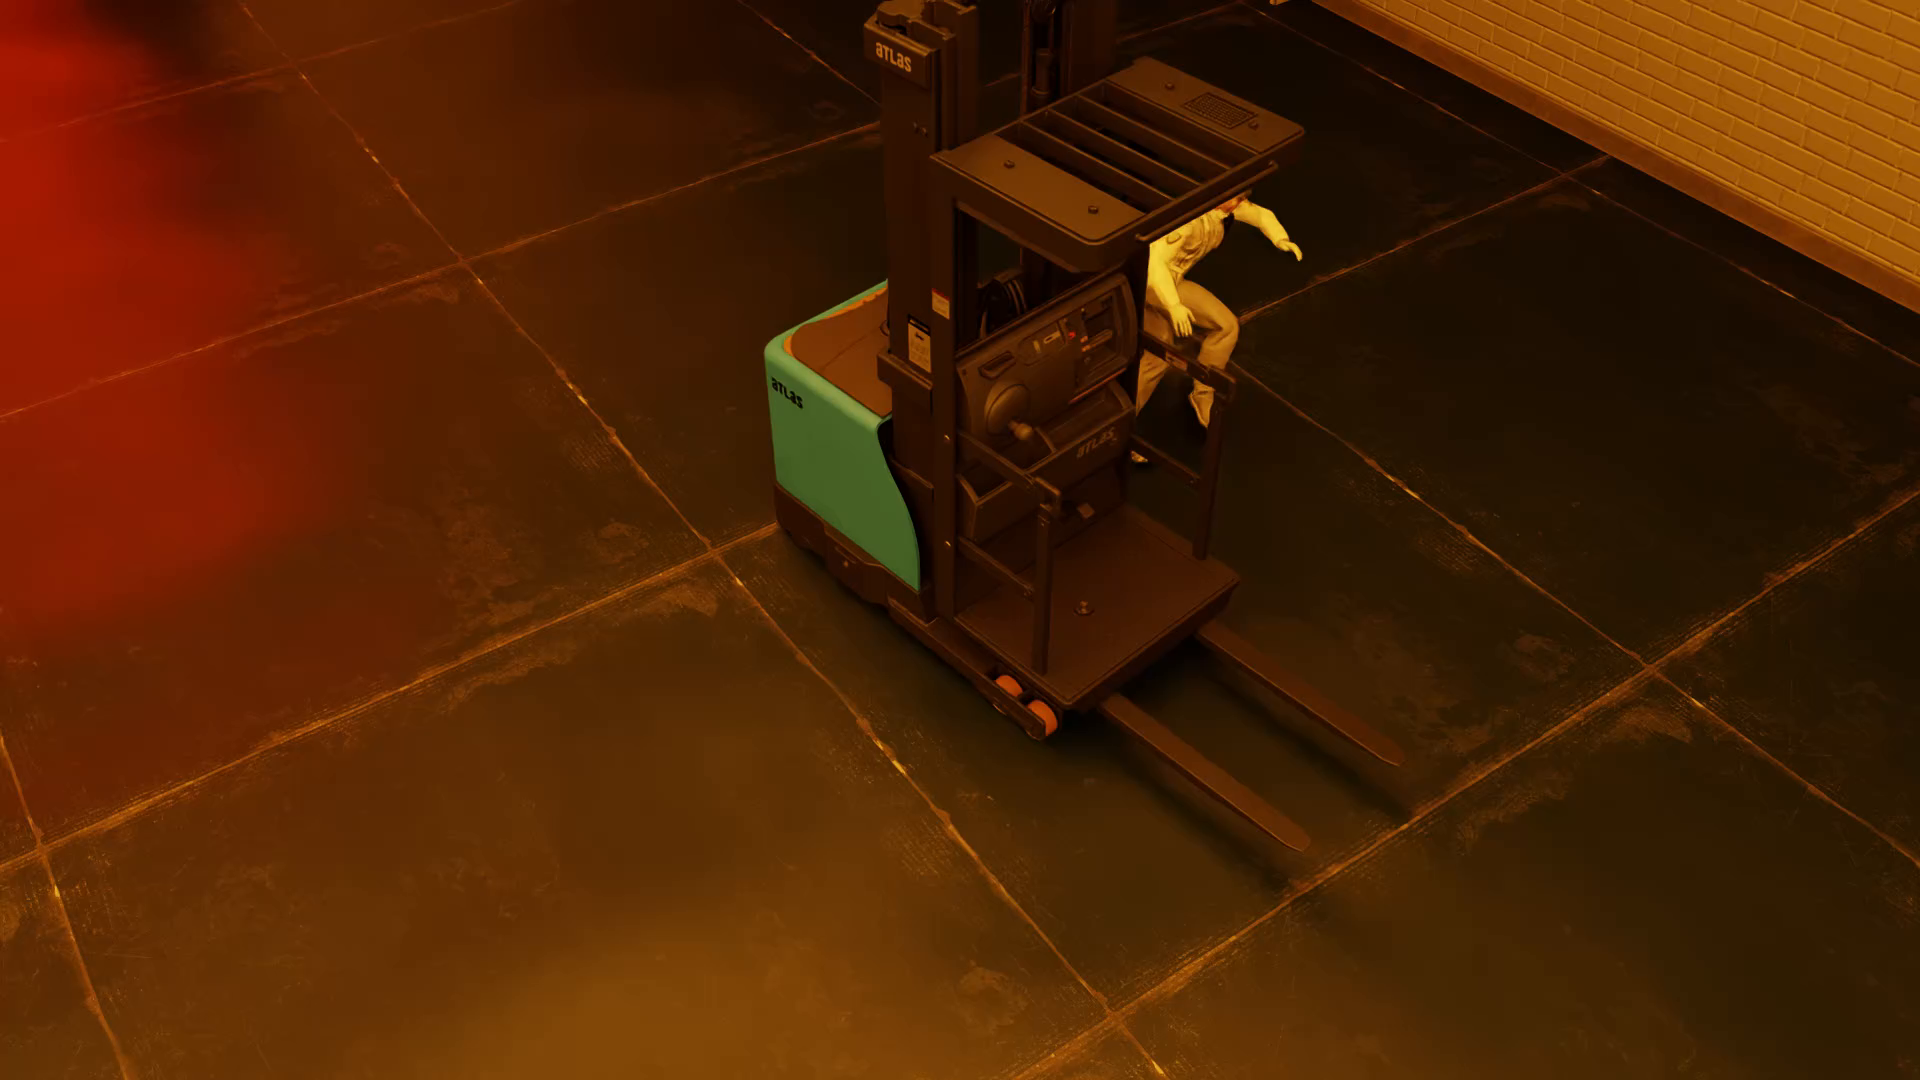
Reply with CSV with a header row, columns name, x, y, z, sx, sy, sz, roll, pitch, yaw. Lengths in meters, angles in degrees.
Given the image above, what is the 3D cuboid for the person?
name,x,y,z,sx,sy,sz,roll,pitch,yaw
person,1.178,-1.141,8.018,0.836,1.455,0.915,11,44,12

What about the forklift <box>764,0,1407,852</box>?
name,x,y,z,sx,sy,sz,roll,pitch,yaw
forklift,0.502,-0.640,6.409,1.130,2.935,3.031,-32,52,-30
